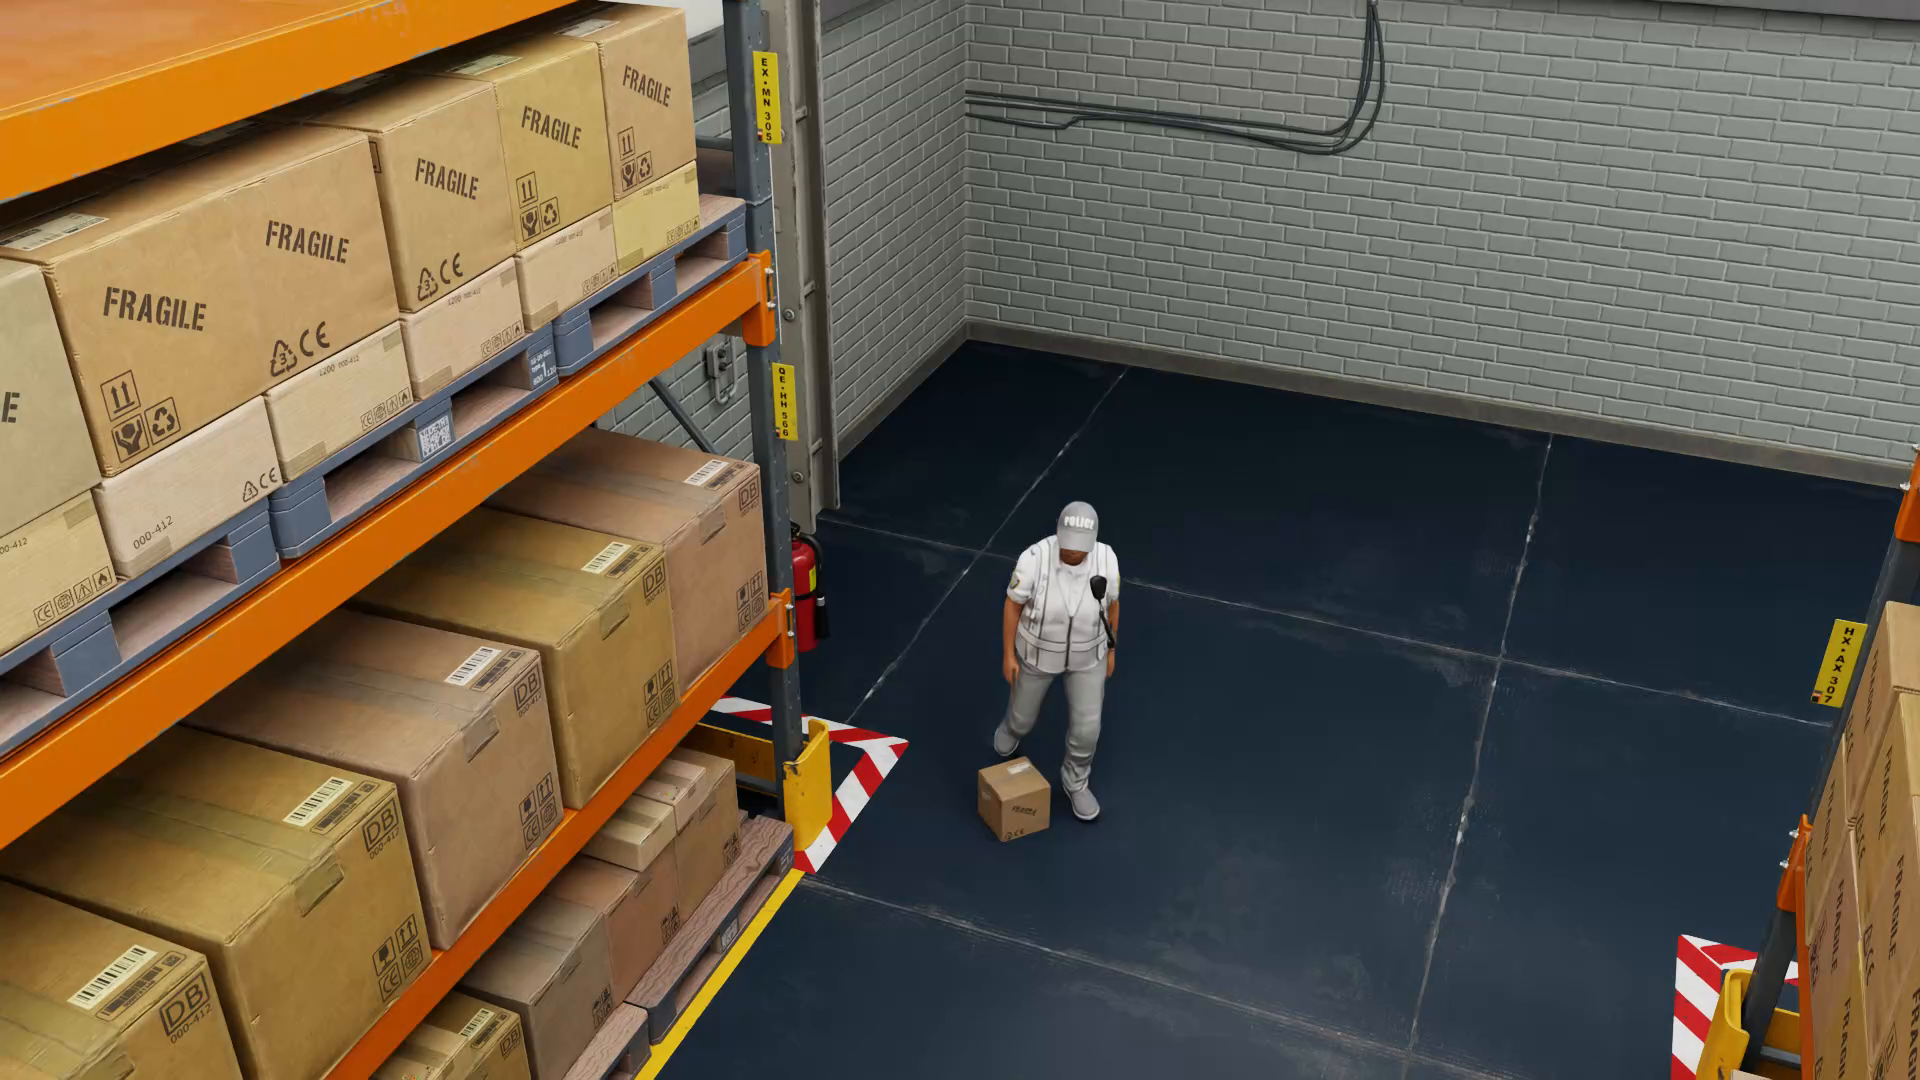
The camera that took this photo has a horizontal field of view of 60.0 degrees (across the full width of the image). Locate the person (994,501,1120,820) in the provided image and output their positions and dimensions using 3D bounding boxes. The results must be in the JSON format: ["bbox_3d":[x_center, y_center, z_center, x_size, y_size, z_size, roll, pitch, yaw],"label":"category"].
[{"bbox_3d":[0.443,0.468,7.560,0.529,1.638,0.724,-2,30,-3],"label":"person"}]
